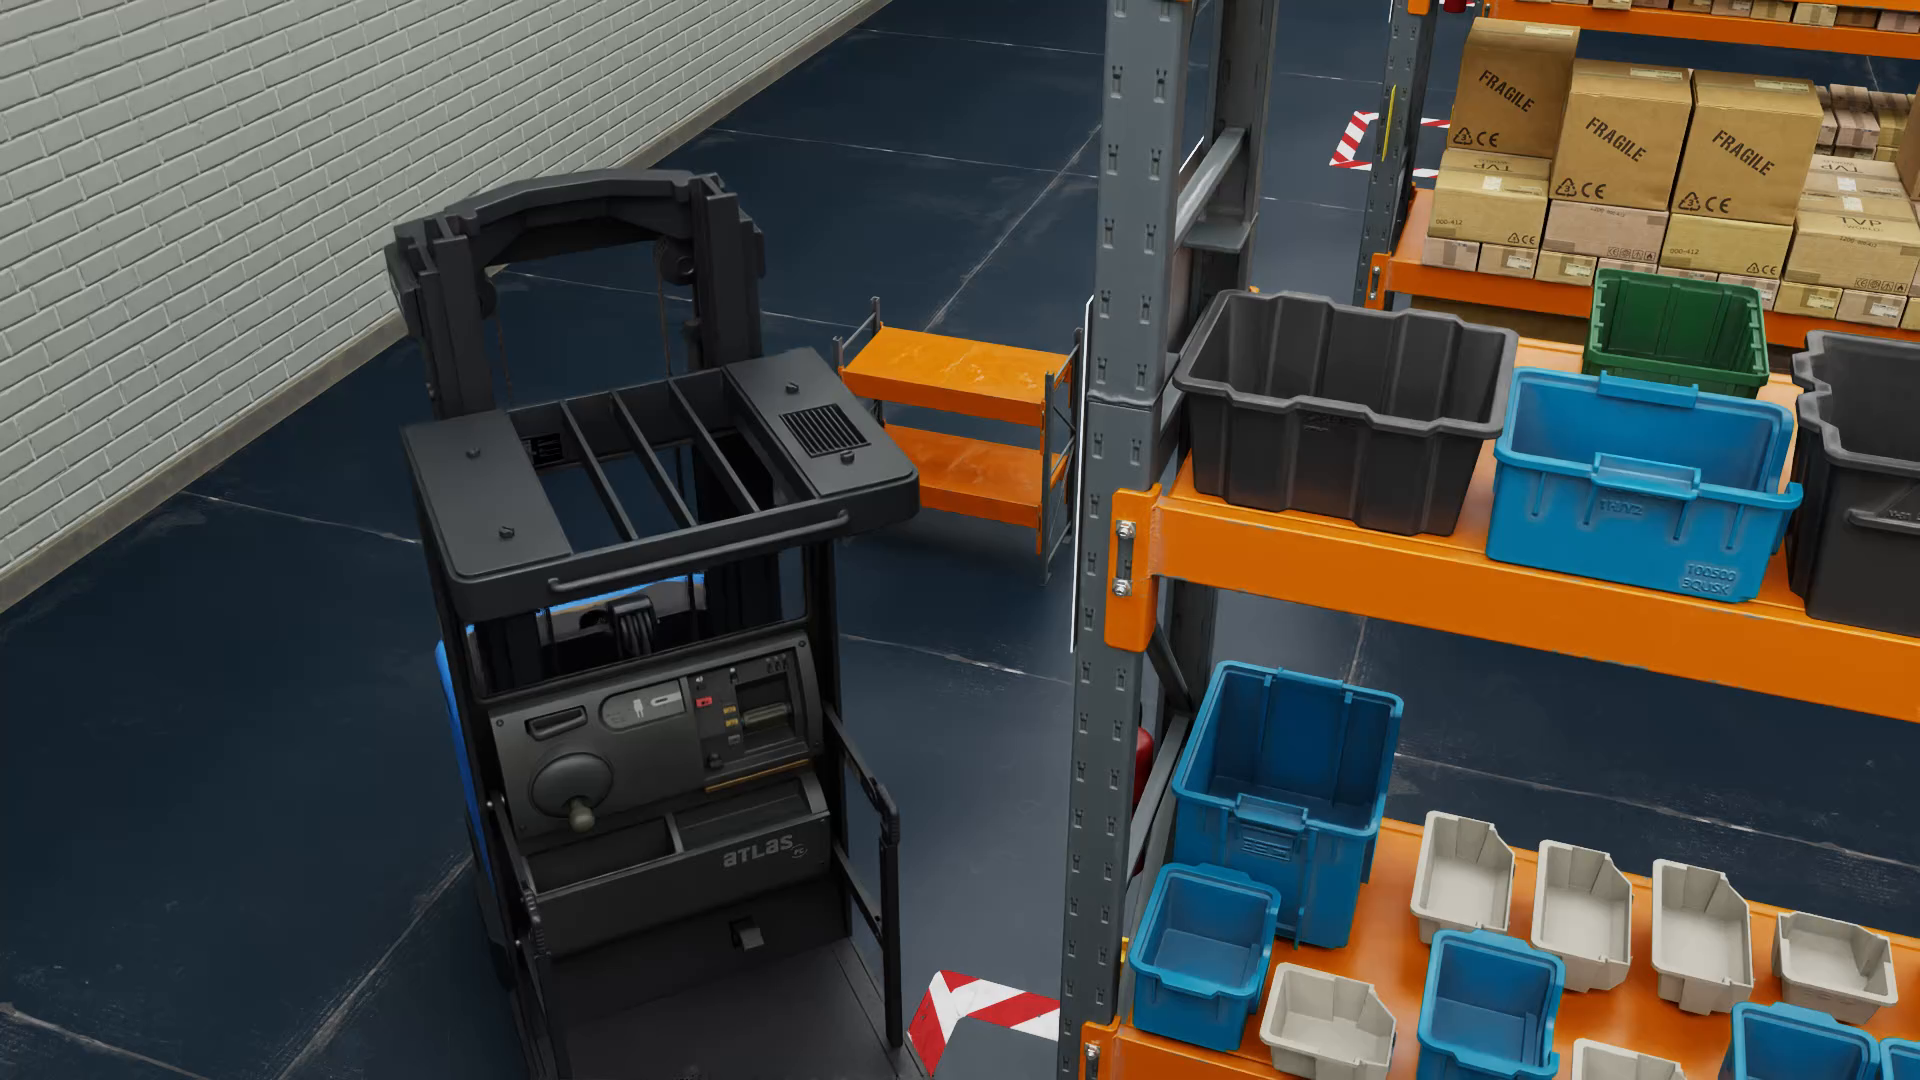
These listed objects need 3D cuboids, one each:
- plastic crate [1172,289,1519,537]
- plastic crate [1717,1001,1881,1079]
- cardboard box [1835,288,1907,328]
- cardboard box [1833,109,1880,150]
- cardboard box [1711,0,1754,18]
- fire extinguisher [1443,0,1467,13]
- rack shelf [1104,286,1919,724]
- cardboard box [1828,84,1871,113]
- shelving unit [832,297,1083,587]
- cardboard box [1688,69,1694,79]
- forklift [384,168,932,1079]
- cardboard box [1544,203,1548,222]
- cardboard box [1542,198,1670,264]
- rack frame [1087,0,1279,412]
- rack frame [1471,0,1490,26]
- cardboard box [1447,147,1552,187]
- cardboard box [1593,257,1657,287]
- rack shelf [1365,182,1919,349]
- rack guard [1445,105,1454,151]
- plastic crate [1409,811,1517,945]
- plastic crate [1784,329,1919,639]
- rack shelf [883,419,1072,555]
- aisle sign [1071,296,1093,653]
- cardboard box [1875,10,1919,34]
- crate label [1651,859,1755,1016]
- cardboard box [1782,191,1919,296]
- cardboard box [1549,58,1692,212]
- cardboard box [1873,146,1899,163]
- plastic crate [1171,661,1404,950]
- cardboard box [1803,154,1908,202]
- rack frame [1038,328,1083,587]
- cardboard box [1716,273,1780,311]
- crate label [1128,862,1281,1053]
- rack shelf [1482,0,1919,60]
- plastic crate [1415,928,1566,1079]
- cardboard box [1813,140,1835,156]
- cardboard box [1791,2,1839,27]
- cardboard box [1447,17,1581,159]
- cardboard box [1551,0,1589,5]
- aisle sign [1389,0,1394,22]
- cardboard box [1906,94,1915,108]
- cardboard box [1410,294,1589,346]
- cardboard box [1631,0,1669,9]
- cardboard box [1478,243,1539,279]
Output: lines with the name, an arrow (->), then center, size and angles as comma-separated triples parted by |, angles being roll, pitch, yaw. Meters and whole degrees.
plastic crate -> 0.734, -0.237, 3.206 | 0.590, 0.269, 0.497 | 11, 34, 16
plastic crate -> 1.827, 1.255, 3.640 | 0.300, 0.233, 0.416 | 11, 34, 16
cardboard box -> 4.056, -1.106, 7.430 | 0.250, 0.149, 0.380 | 12, 35, 17
cardboard box -> 6.253, -2.874, 11.629 | 0.250, 0.149, 0.380 | 9, 34, 14
cardboard box -> 5.349, -3.754, 11.530 | 0.250, 0.149, 0.380 | 10, 34, 16
fire extinguisher -> 3.824, -4.380, 12.684 | 0.183, 0.674, 0.296 | 11, 34, 16
rack shelf -> 2.349, 0.164, 3.129 | 4.000, 0.370, 1.077 | 11, 34, 16
cardboard box -> 6.457, -3.179, 12.101 | 0.250, 0.149, 0.380 | 12, 35, 17
shelving unit -> -0.006, -0.474, 7.947 | 1.048, 1.125, 0.538 | 11, 34, 16
cardboard box -> 5.487, -3.390, 12.428 | 0.250, 0.149, 0.380 | 12, 35, 18
forklift -> -0.765, 0.609, 4.605 | 1.130, 2.935, 3.031 | -14, 35, -20
cardboard box -> 3.066, -1.677, 8.314 | 0.250, 0.149, 0.380 | 11, 34, 17
cardboard box -> 2.989, -1.518, 7.699 | 0.500, 0.250, 0.500 | 11, 34, 16
rack frame -> 0.466, -1.765, 2.687 | 0.127, 3.000, 1.000 | 11, 34, 16
rack frame -> 3.905, -4.287, 12.125 | 0.127, 3.000, 1.000 | 11, 34, 16
cardboard box -> 2.683, -1.882, 8.264 | 0.500, 0.250, 0.500 | 10, 34, 16
cardboard box -> 3.089, -1.294, 7.721 | 0.250, 0.149, 0.380 | 10, 34, 16
rack shelf -> 4.020, -1.105, 7.859 | 4.000, 0.370, 1.077 | 11, 34, 16
rack guard -> 3.977, -3.223, 12.781 | 0.348, 0.500, 1.175 | 11, 34, 16
plastic crate -> 1.295, 0.898, 4.281 | 0.243, 0.136, 0.396 | 11, 34, 16
plastic crate -> 1.811, -0.058, 2.867 | 0.767, 0.338, 0.504 | 11, 34, 16
rack shelf -> -0.006, -0.268, 8.079 | 1.000, 0.278, 0.538 | 11, 34, 16
aisle sign -> 0.298, -0.198, 3.394 | 0.004, 0.787, 0.394 | 11, 34, 16
cardboard box -> 6.312, -3.548, 11.211 | 0.250, 0.149, 0.380 | 10, 34, 14
crate label -> 1.833, 0.997, 4.128 | 0.243, 0.136, 0.396 | 11, 34, 16
cardboard box -> 3.954, -1.331, 7.410 | 0.500, 0.250, 0.500 | 10, 34, 16
cardboard box -> 2.968, -1.833, 7.496 | 0.500, 0.500, 0.500 | 10, 34, 15
cardboard box -> 6.547, -2.734, 11.685 | 0.250, 0.149, 0.380 | 11, 35, 17
plastic crate -> 0.844, 0.682, 4.341 | 0.499, 0.435, 0.616 | 11, 34, 16
cardboard box -> 4.131, -1.603, 7.831 | 0.500, 0.250, 0.500 | 11, 34, 17
rack frame -> 0.472, -0.381, 7.803 | 0.032, 1.125, 0.500 | 11, 34, 16
cardboard box -> 3.571, -1.200, 7.575 | 0.250, 0.149, 0.380 | 11, 34, 16
crate label -> 0.587, 1.014, 4.013 | 0.303, 0.233, 0.416 | 11, 34, 16
rack shelf -> 5.788, -3.619, 11.753 | 4.000, 0.370, 1.077 | 11, 34, 16
plastic crate -> 1.207, 1.135, 3.826 | 0.300, 0.233, 0.416 | 11, 34, 16
cardboard box -> 6.055, -2.830, 11.834 | 0.250, 0.149, 0.380 | 9, 34, 14
cardboard box -> 5.827, -3.632, 11.342 | 0.250, 0.149, 0.380 | 12, 35, 17
cardboard box -> 2.684, -2.195, 8.057 | 0.500, 0.500, 0.500 | 11, 35, 17
cardboard box -> 4.353, -3.930, 11.803 | 0.250, 0.149, 0.380 | 12, 35, 18
aisle sign -> 1.968, -2.725, 7.309 | 0.004, 0.787, 0.394 | 11, 34, 16
cardboard box -> 6.923, -3.055, 11.908 | 0.250, 0.149, 0.380 | 11, 34, 16
cardboard box -> 2.766, -0.981, 8.575 | 0.875, 0.875, 0.875 | 11, 34, 16
cardboard box -> 4.879, -3.876, 11.719 | 0.250, 0.149, 0.380 | 13, 35, 19
cardboard box -> 2.602, -1.388, 7.866 | 0.250, 0.149, 0.380 | 11, 34, 16
